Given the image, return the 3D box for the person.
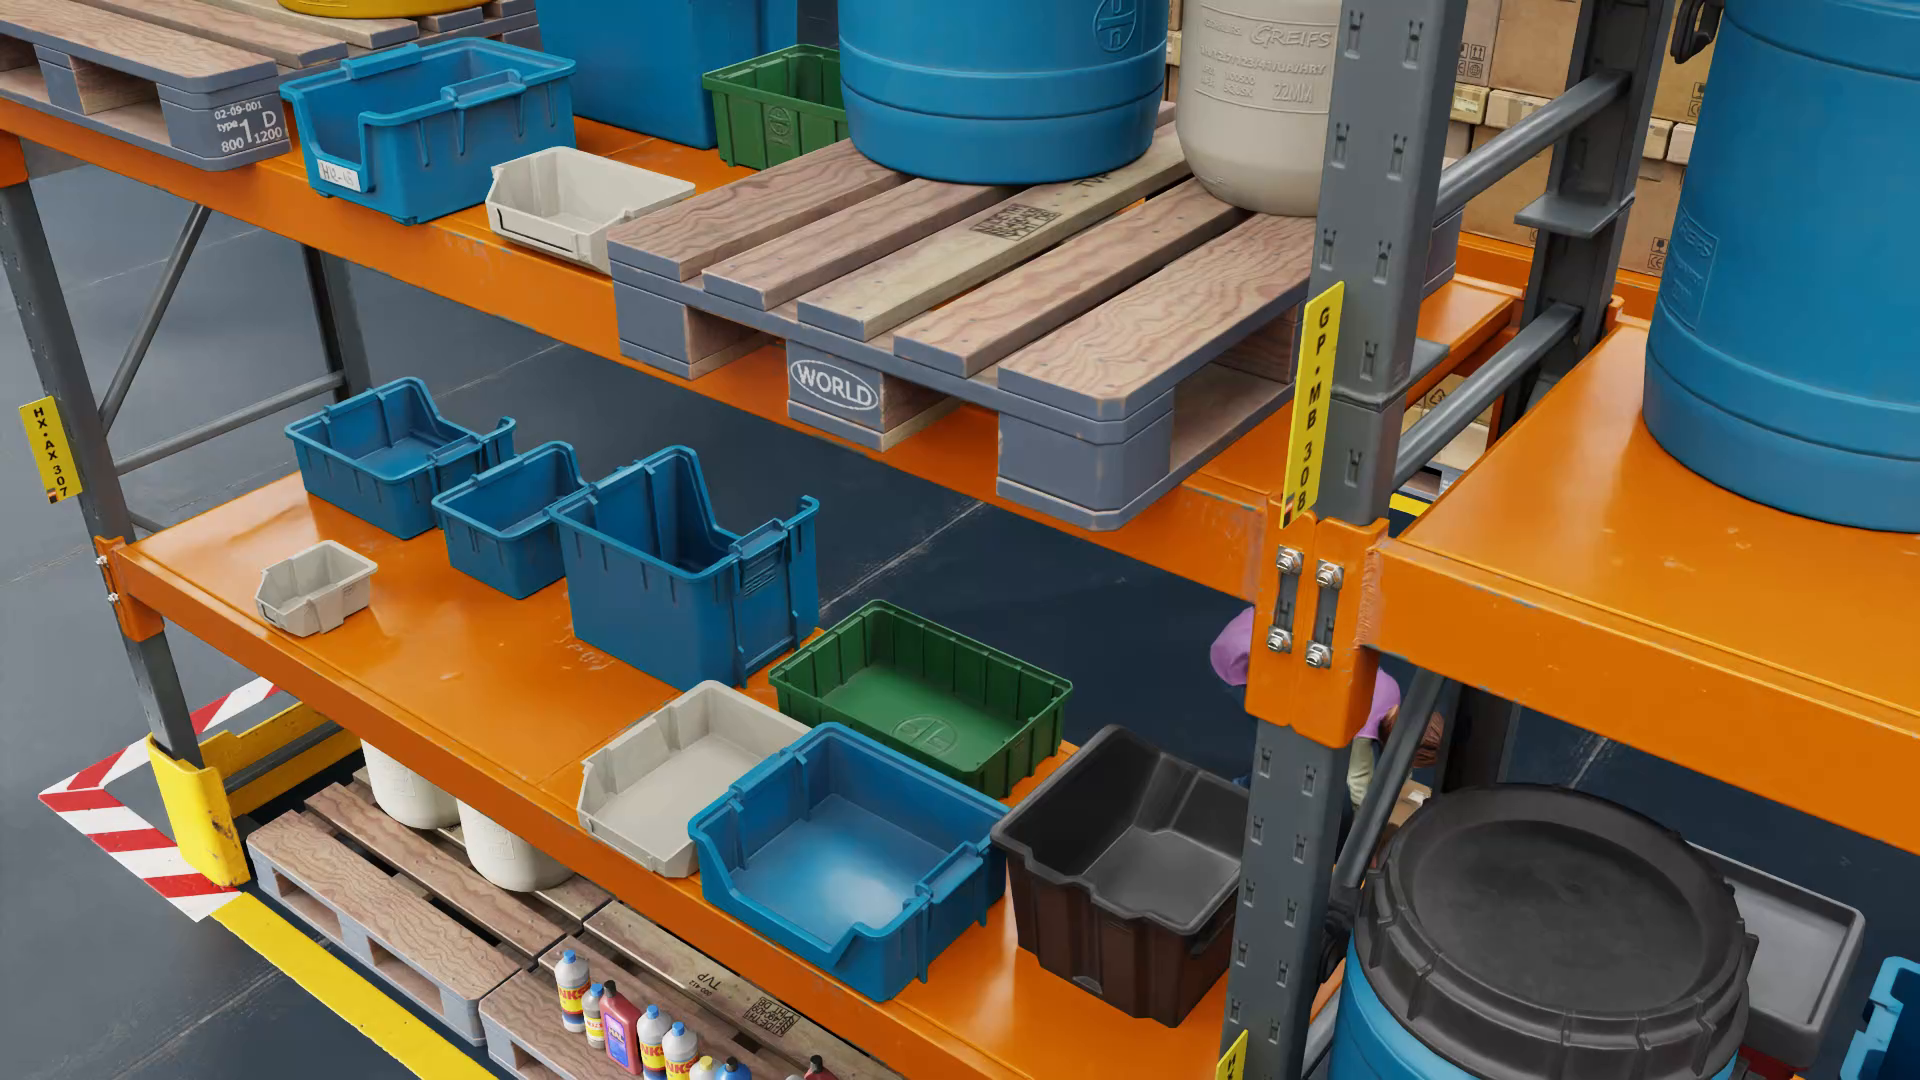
[{"bbox_3d":[1.262,0.674,5.757,0.853,0.846,0.429,20,36,29],"label":"person"}]
